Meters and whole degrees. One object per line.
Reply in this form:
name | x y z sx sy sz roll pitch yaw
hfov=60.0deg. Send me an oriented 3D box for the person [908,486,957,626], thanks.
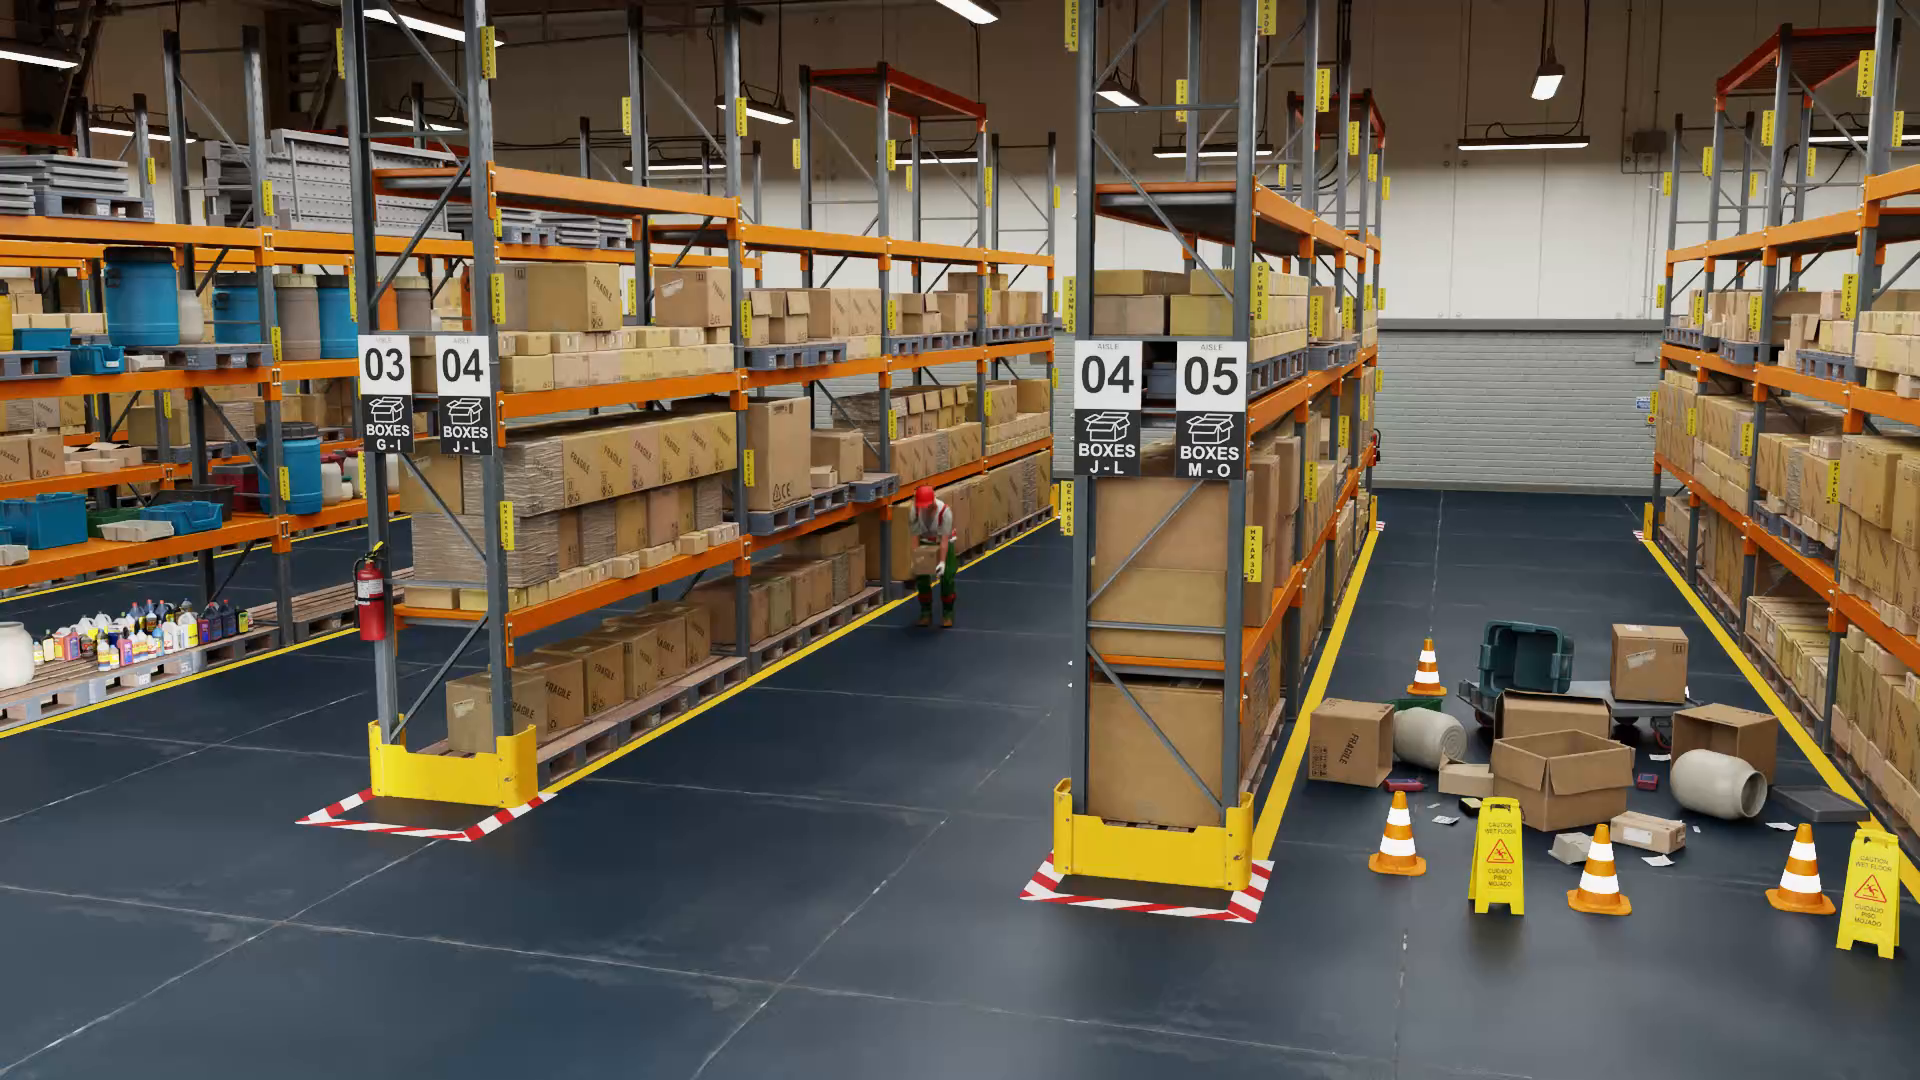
person | -0.301 0.167 17.449 0.484 1.541 0.819 2 9 15
